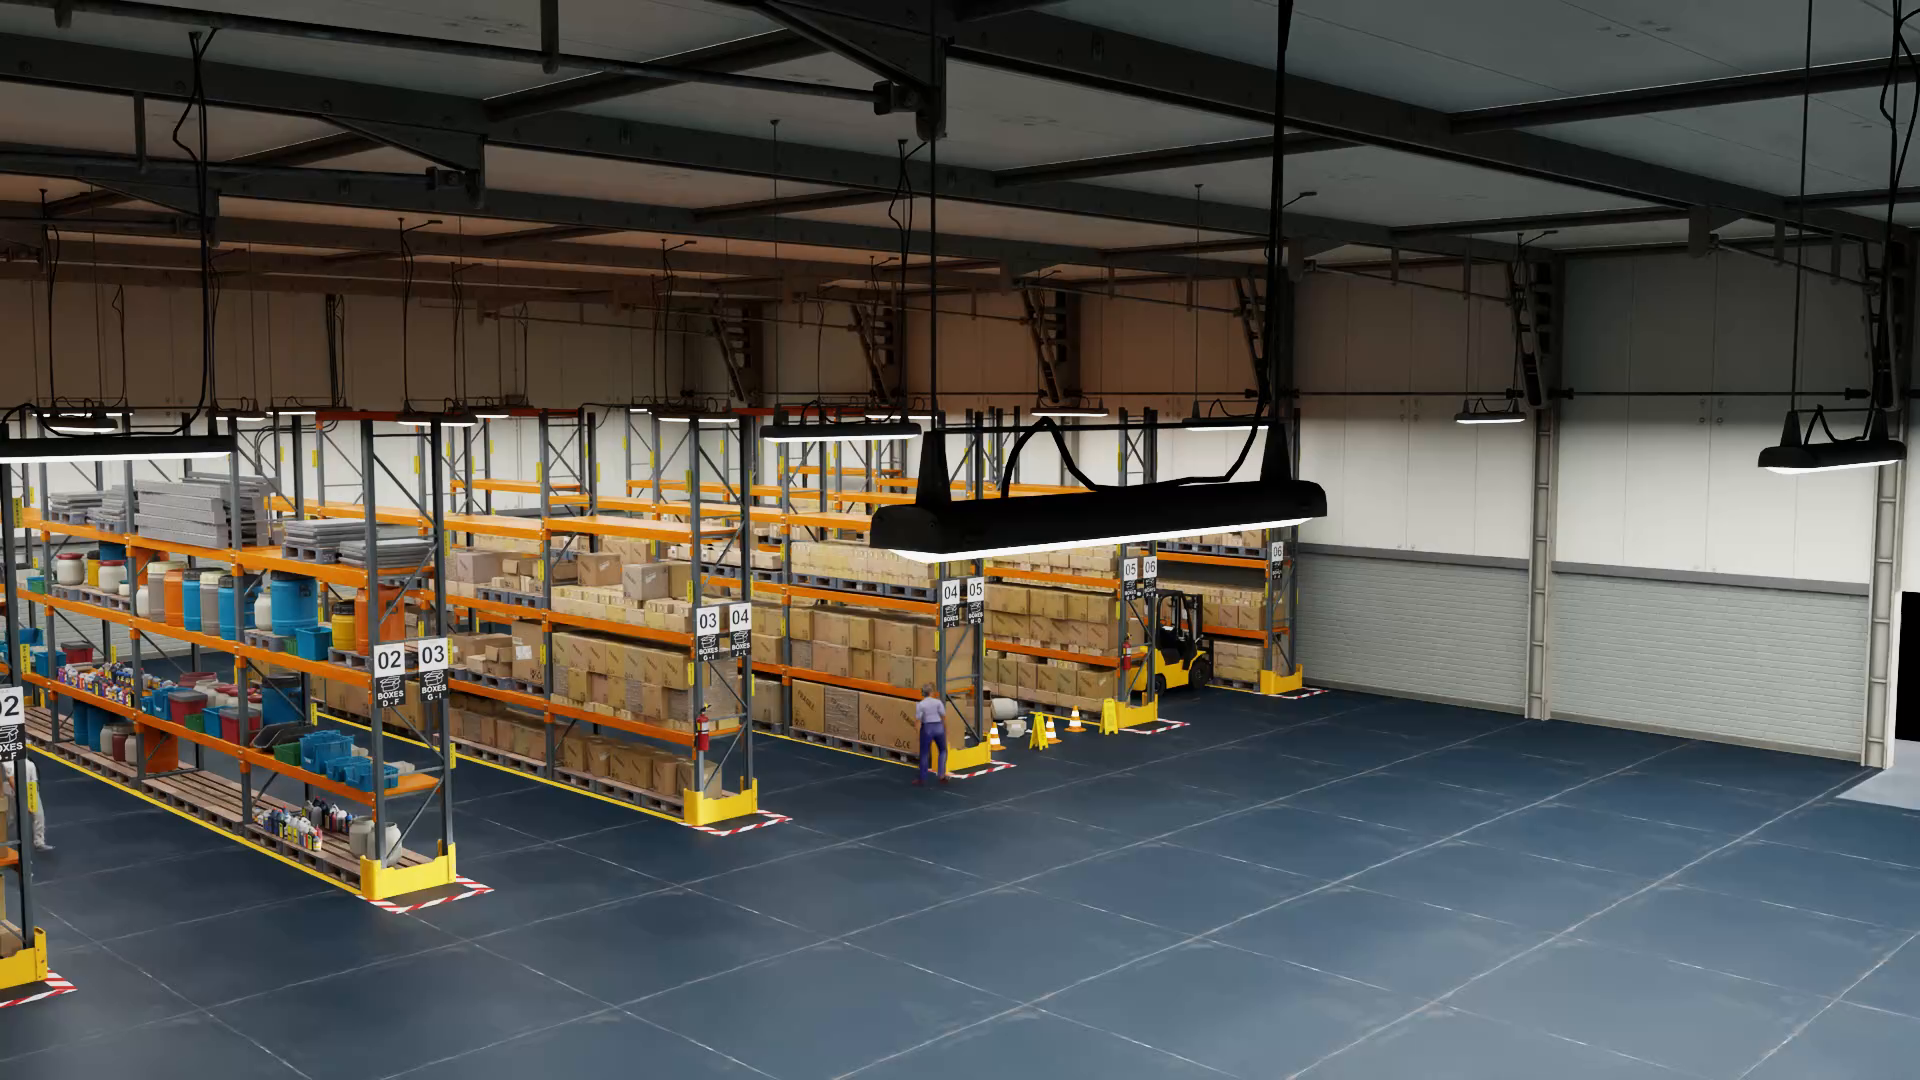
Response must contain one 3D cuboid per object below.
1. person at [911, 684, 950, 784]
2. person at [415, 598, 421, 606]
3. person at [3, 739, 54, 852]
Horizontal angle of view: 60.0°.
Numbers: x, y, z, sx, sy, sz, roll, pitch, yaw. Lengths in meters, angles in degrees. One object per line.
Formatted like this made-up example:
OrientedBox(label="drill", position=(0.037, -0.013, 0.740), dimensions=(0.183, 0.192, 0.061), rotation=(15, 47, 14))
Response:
OrientedBox(label="person", position=(-0.461, 3.146, 26.830), dimensions=(0.620, 1.672, 0.377), rotation=(-1, 5, -10))
OrientedBox(label="person", position=(-12.149, 2.114, 37.579), dimensions=(1.126, 1.717, 0.647), rotation=(5, 7, 42))
OrientedBox(label="person", position=(-12.965, 3.493, 22.964), dimensions=(0.979, 1.622, 0.481), rotation=(3, 6, 33))
